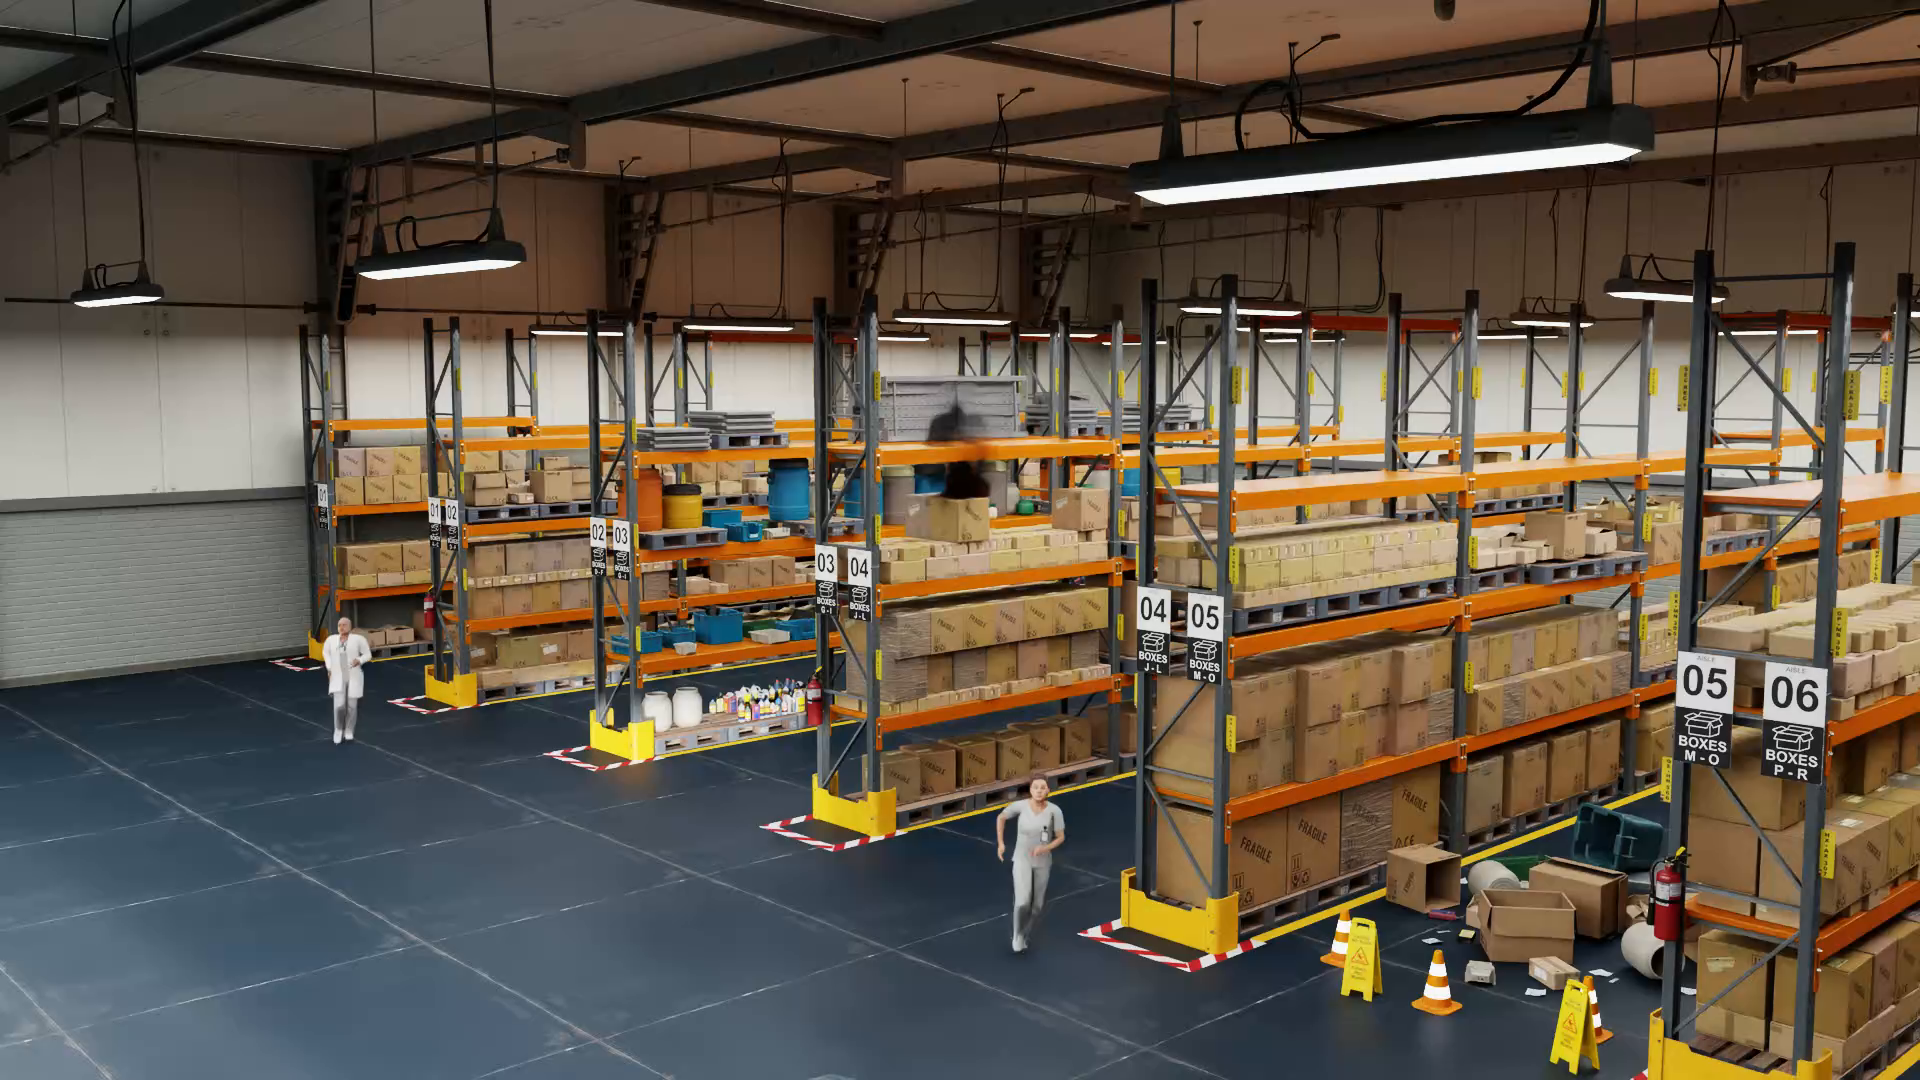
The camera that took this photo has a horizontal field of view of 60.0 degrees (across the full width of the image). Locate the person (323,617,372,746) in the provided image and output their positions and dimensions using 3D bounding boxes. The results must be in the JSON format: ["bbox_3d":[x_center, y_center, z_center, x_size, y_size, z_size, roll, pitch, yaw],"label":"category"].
[{"bbox_3d":[-8.507,1.972,23.080,0.671,1.815,0.780,-1,6,-13],"label":"person"}]

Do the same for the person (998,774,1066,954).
[{"bbox_3d":[0.641,2.884,14.676,0.573,1.569,0.596,-1,6,-6],"label":"person"}]
